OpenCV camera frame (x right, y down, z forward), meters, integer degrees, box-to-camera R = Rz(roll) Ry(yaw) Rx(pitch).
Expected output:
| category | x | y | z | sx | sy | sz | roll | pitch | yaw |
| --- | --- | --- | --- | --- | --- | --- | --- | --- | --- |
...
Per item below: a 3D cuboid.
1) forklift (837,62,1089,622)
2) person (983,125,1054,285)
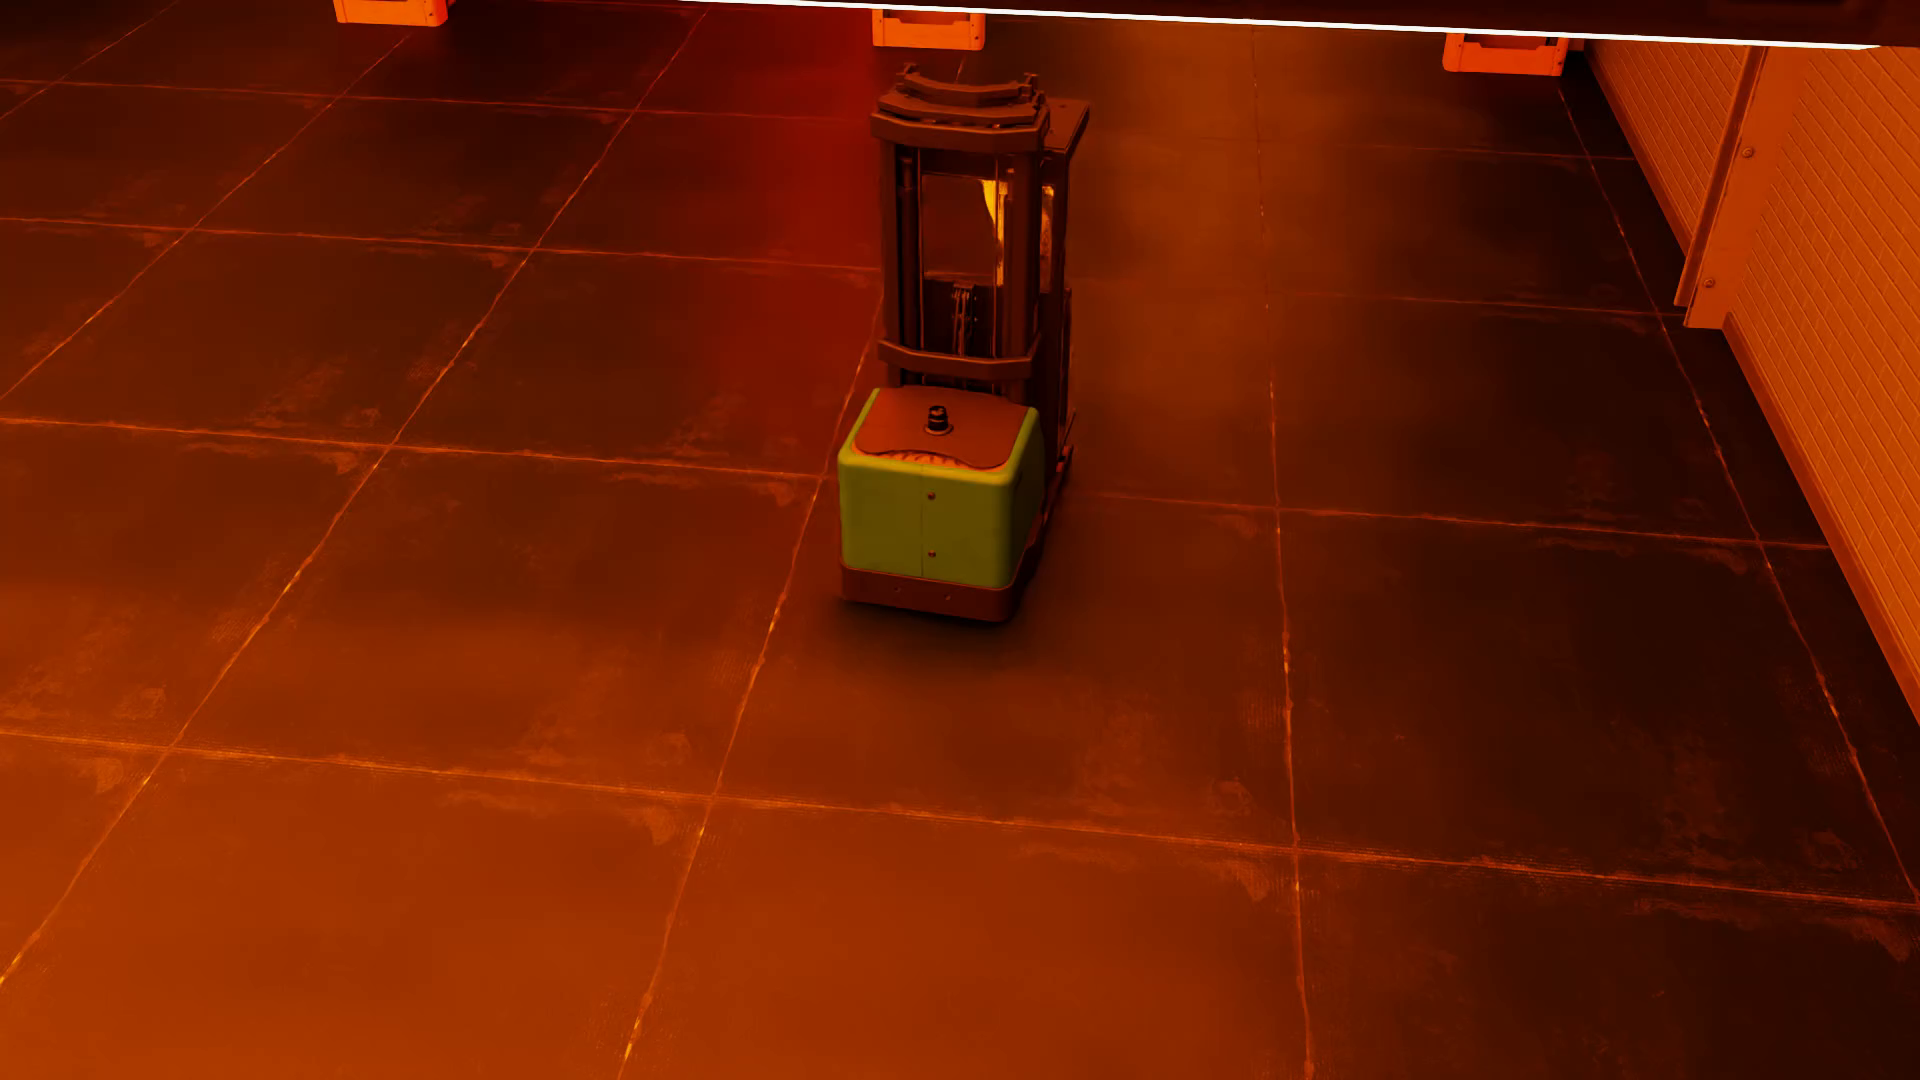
| category | x | y | z | sx | sy | sz | roll | pitch | yaw |
| --- | --- | --- | --- | --- | --- | --- | --- | --- | --- |
| forklift | 0.134 | -1.574 | 10.165 | 1.130 | 2.935 | 3.031 | 8 | 37 | 11 |
| person | 0.428 | -2.496 | 12.563 | 0.489 | 1.557 | 0.721 | 29 | 45 | 33 |
